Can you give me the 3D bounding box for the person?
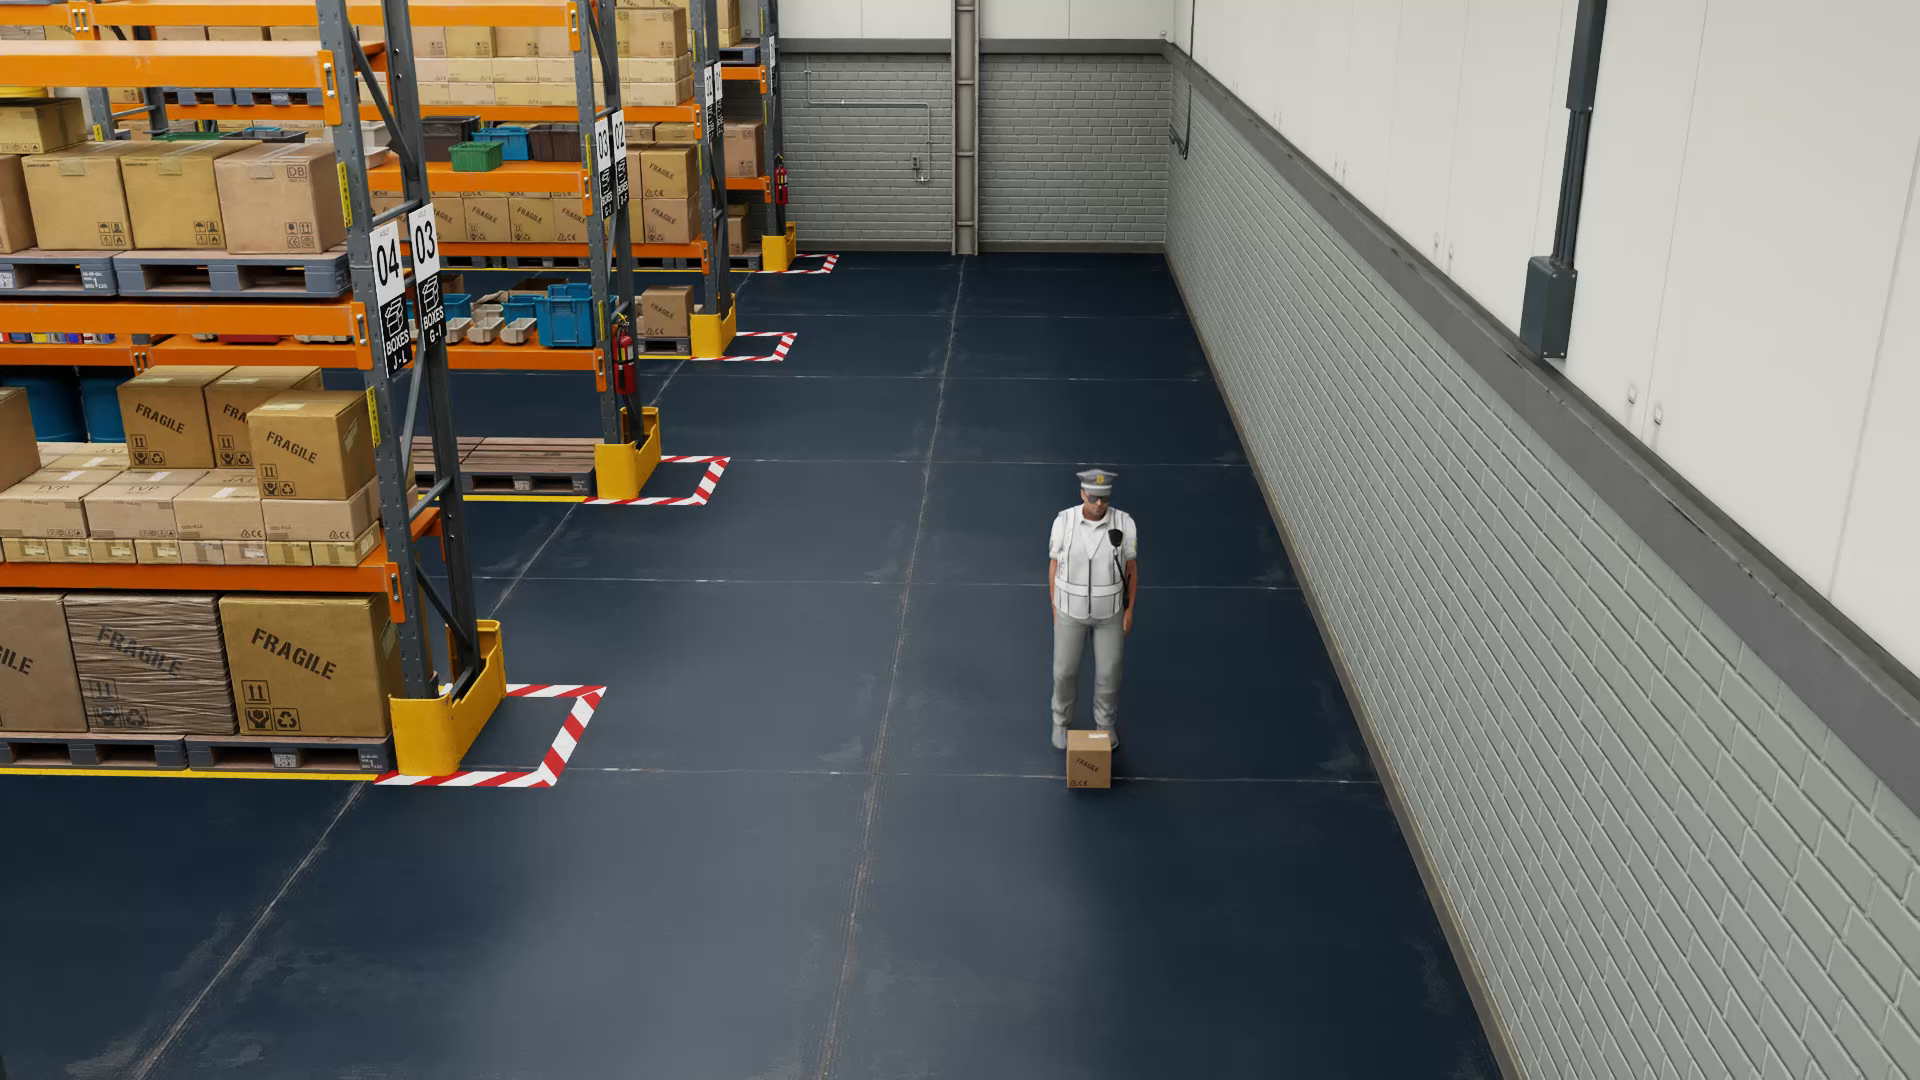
[{"bbox_3d":[0.795,0.425,9.983,0.527,1.775,0.393,1,21,3],"label":"person"}]
